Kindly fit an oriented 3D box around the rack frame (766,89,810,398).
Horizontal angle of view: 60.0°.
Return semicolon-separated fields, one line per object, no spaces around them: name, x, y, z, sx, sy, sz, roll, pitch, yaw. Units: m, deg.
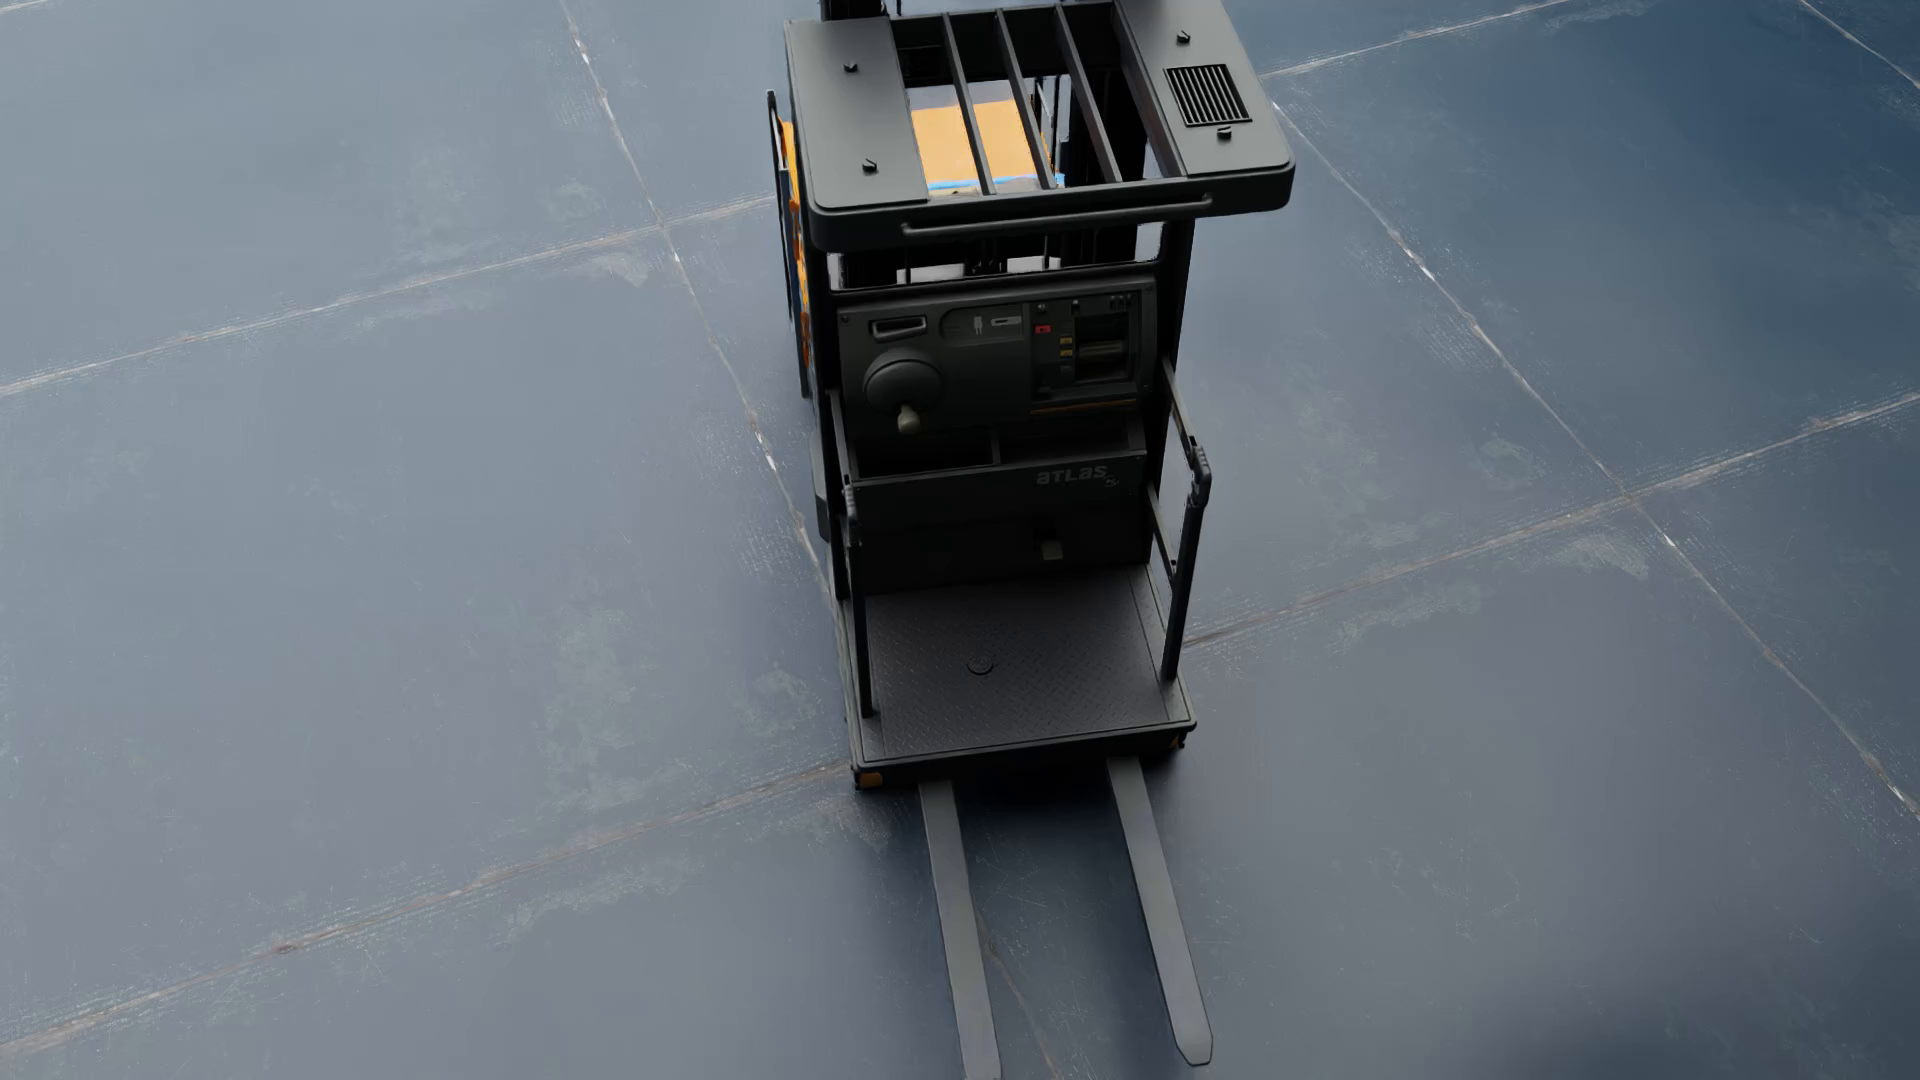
rack frame;-0.667;-1.130;6.479;0.032;1.125;0.500;-7;50;-6

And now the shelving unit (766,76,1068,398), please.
shelving unit;-0.166;-1.195;6.535;1.048;1.125;0.538;-7;50;-6

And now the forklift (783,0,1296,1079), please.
forklift;0.148;-0.431;4.688;1.130;2.935;3.031;-7;50;-6

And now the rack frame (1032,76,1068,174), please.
rack frame;0.335;-1.261;6.591;0.032;1.125;0.500;-7;50;-6

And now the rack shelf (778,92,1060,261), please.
rack shelf;-0.166;-1.386;6.313;1.000;0.278;0.538;-7;50;-6

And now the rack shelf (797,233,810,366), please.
rack shelf;-0.166;-1.036;6.721;1.000;0.278;0.538;-7;50;-6
